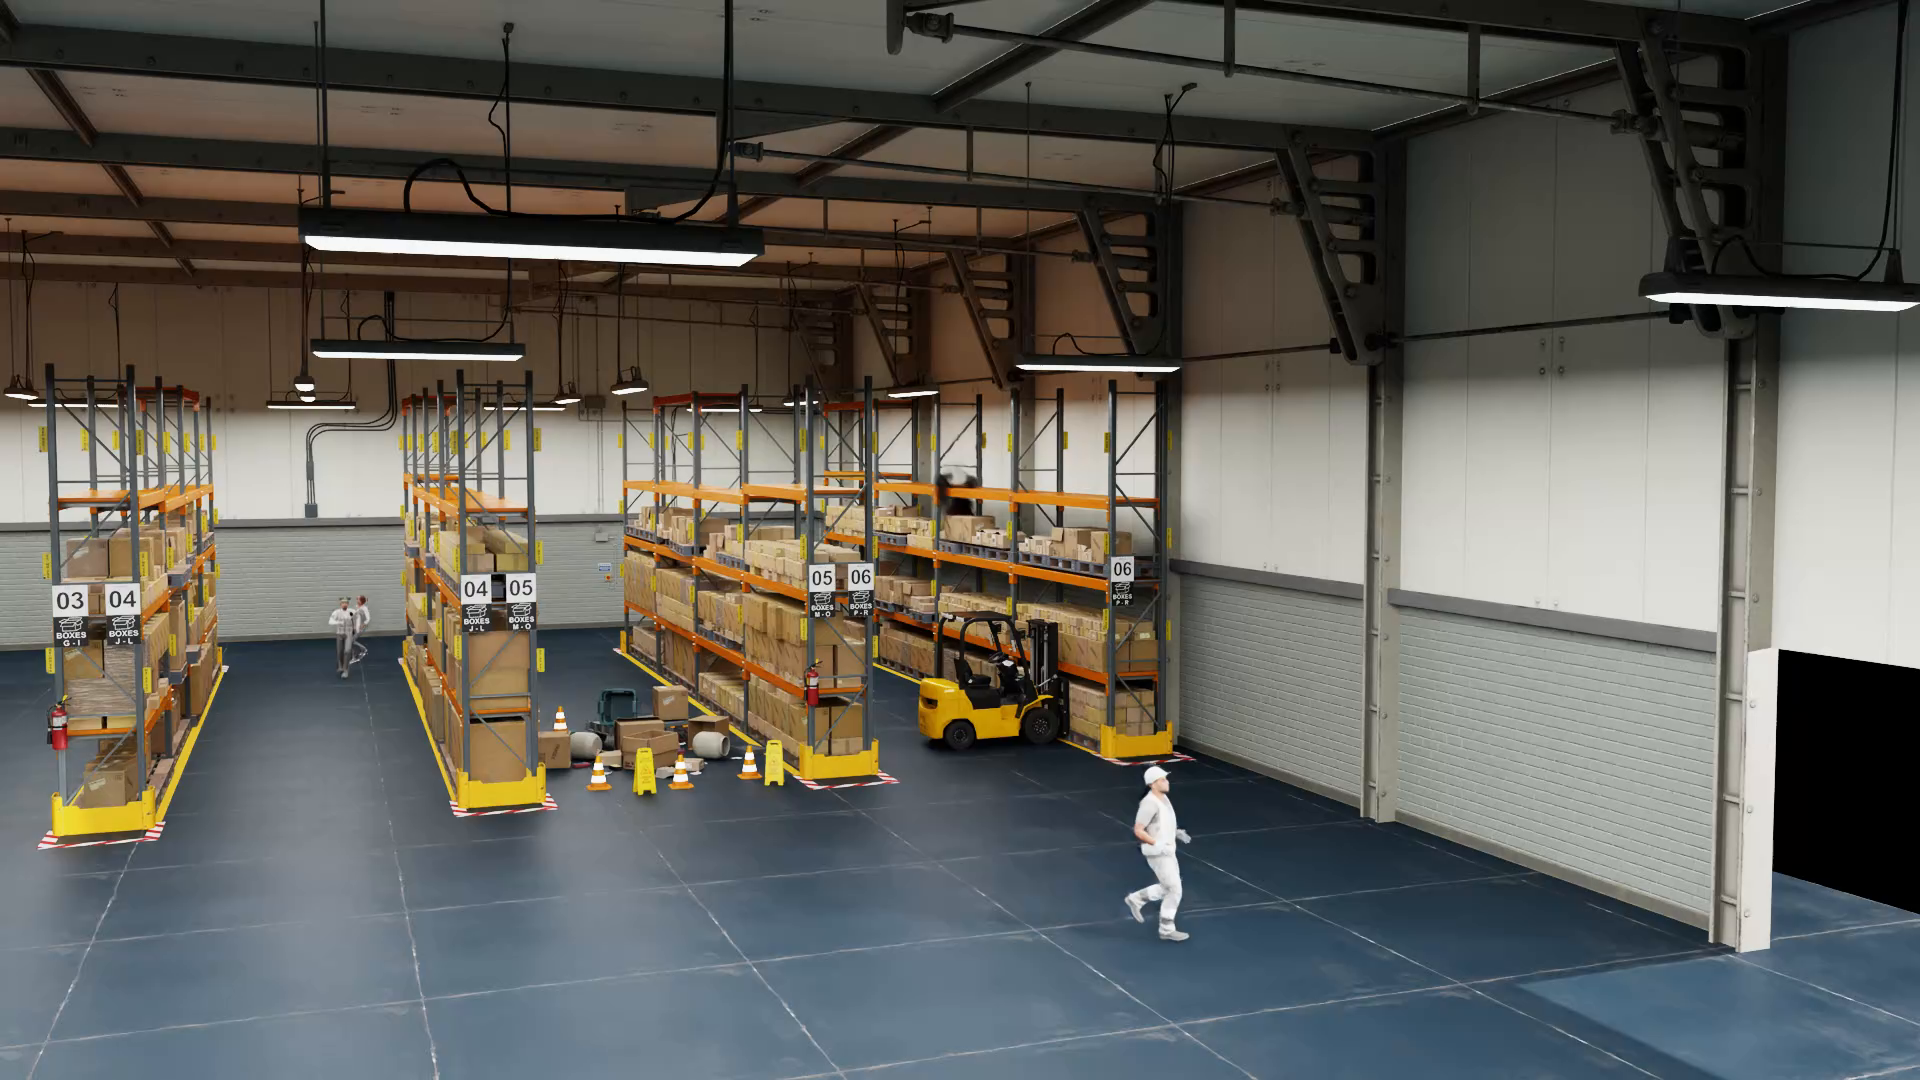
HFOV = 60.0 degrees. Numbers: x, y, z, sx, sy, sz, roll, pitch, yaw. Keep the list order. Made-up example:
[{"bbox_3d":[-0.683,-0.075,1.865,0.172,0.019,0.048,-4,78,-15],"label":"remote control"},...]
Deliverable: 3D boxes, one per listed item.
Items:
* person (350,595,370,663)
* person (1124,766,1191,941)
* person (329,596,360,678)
[{"bbox_3d":[-13.725,2.071,37.885,0.601,1.469,0.470,3,4,40],"label":"person"},{"bbox_3d":[1.984,3.152,16.762,0.682,1.741,0.659,2,4,24],"label":"person"},{"bbox_3d":[-13.201,2.054,35.680,0.625,1.717,0.890,-1,3,-17],"label":"person"}]
